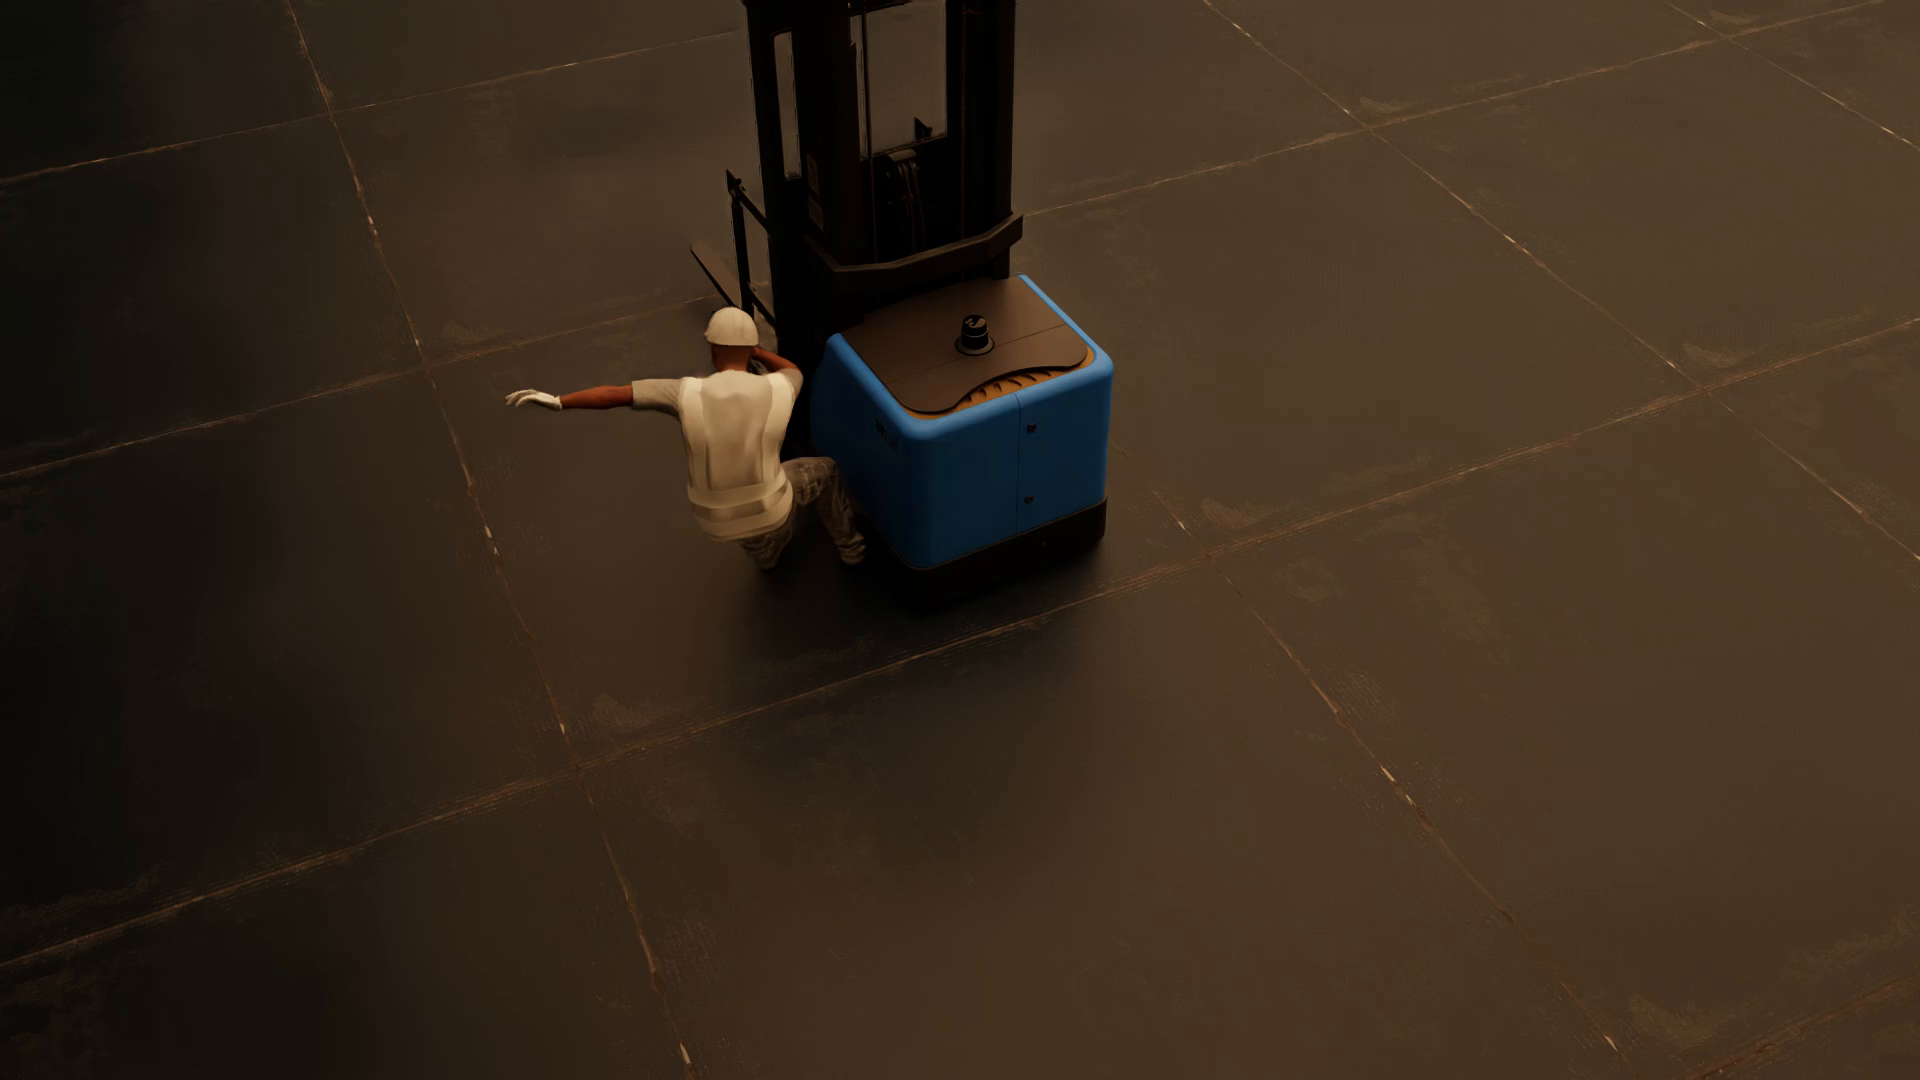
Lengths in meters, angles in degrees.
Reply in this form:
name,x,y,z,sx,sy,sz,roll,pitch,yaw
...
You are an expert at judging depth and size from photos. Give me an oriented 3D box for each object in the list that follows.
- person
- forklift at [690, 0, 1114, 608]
name,x,y,z,sx,sy,sz,roll,pitch,yaw
person,-1.077,-0.331,7.147,1.519,1.440,0.768,-5,43,-6
forklift,-0.478,-1.765,7.571,1.130,2.935,3.031,-21,47,-21
